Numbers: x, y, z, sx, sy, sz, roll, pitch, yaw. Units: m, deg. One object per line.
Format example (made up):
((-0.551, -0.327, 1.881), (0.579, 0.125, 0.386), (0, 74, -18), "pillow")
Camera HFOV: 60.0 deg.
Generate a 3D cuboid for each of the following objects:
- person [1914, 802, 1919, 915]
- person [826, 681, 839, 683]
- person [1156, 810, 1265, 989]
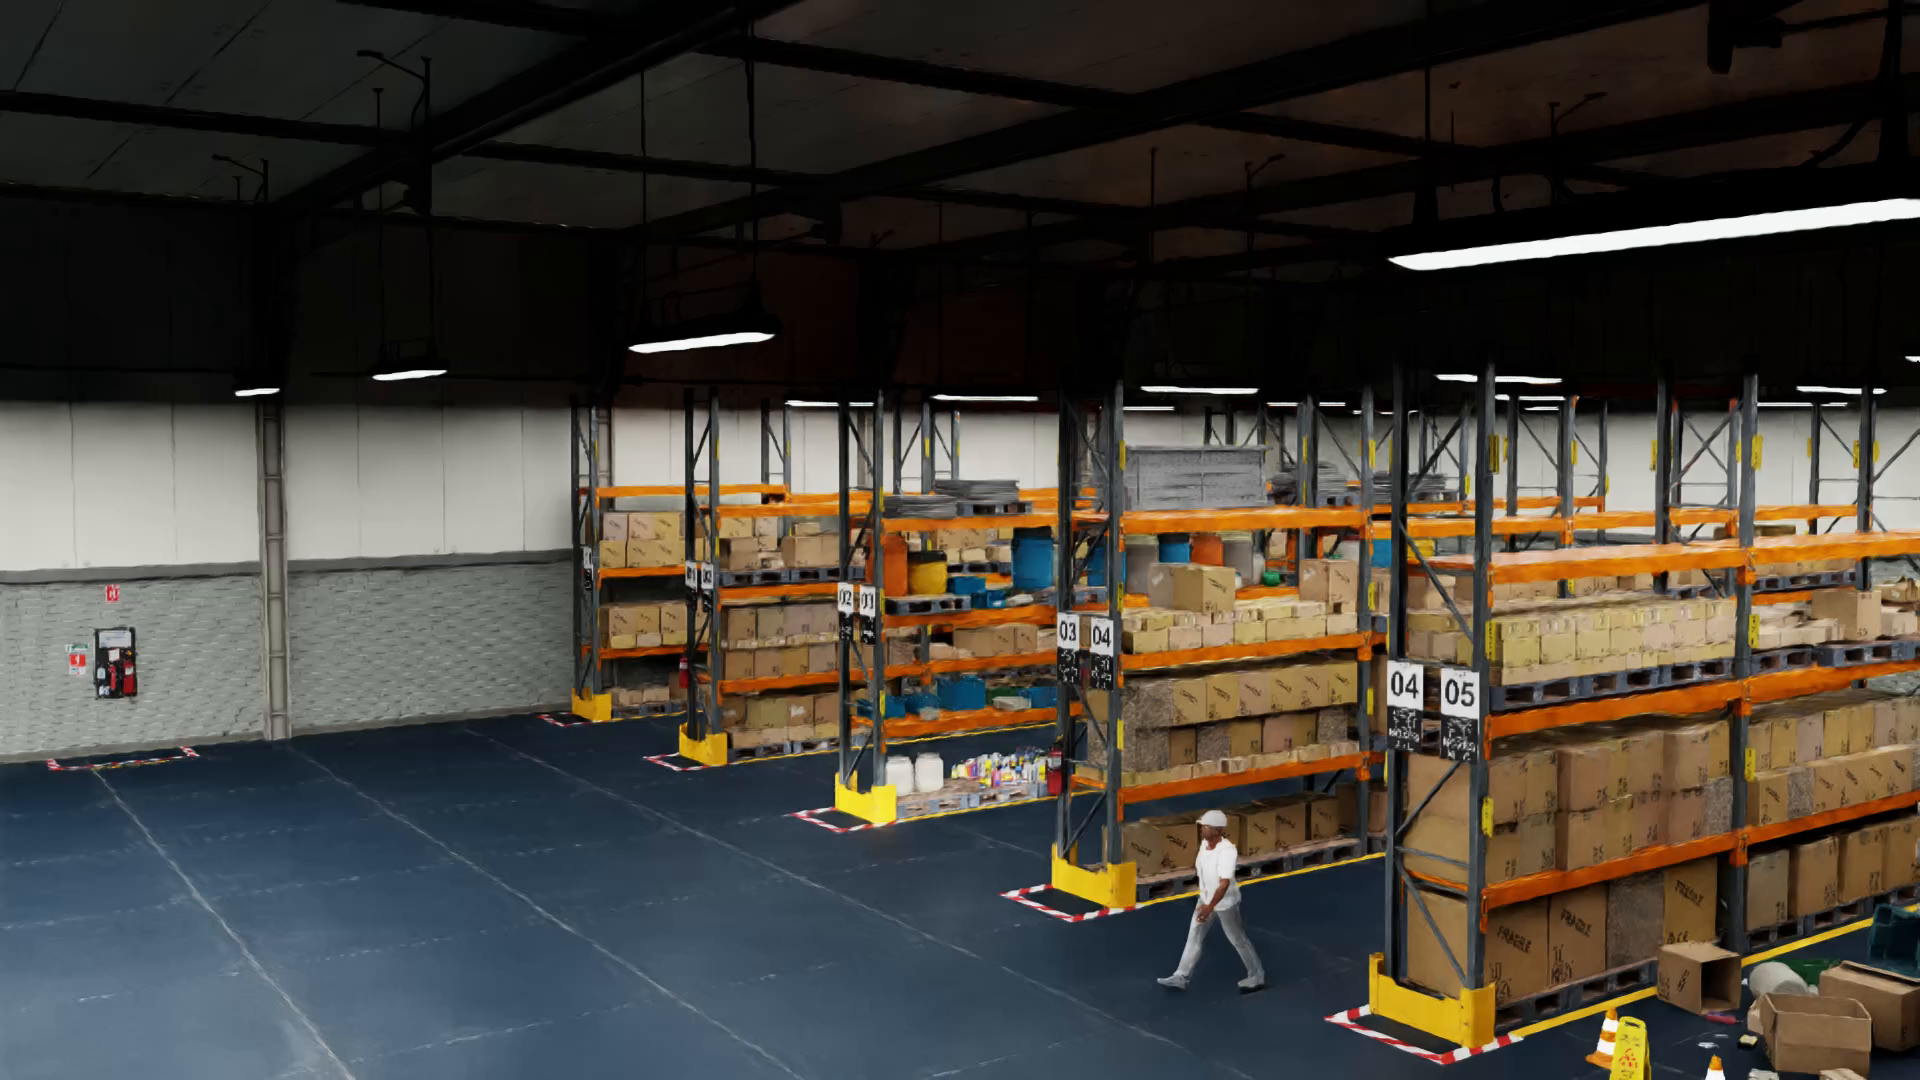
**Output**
((9.851, 3.244, 16.725), (0.450, 1.787, 0.605), (2, 4, 26), "person")
((-2.234, 2.493, 30.112), (1.119, 1.700, 0.543), (-3, 4, -36), "person")
((2.381, 3.366, 15.529), (1.042, 1.705, 0.571), (-2, 4, -25), "person")
